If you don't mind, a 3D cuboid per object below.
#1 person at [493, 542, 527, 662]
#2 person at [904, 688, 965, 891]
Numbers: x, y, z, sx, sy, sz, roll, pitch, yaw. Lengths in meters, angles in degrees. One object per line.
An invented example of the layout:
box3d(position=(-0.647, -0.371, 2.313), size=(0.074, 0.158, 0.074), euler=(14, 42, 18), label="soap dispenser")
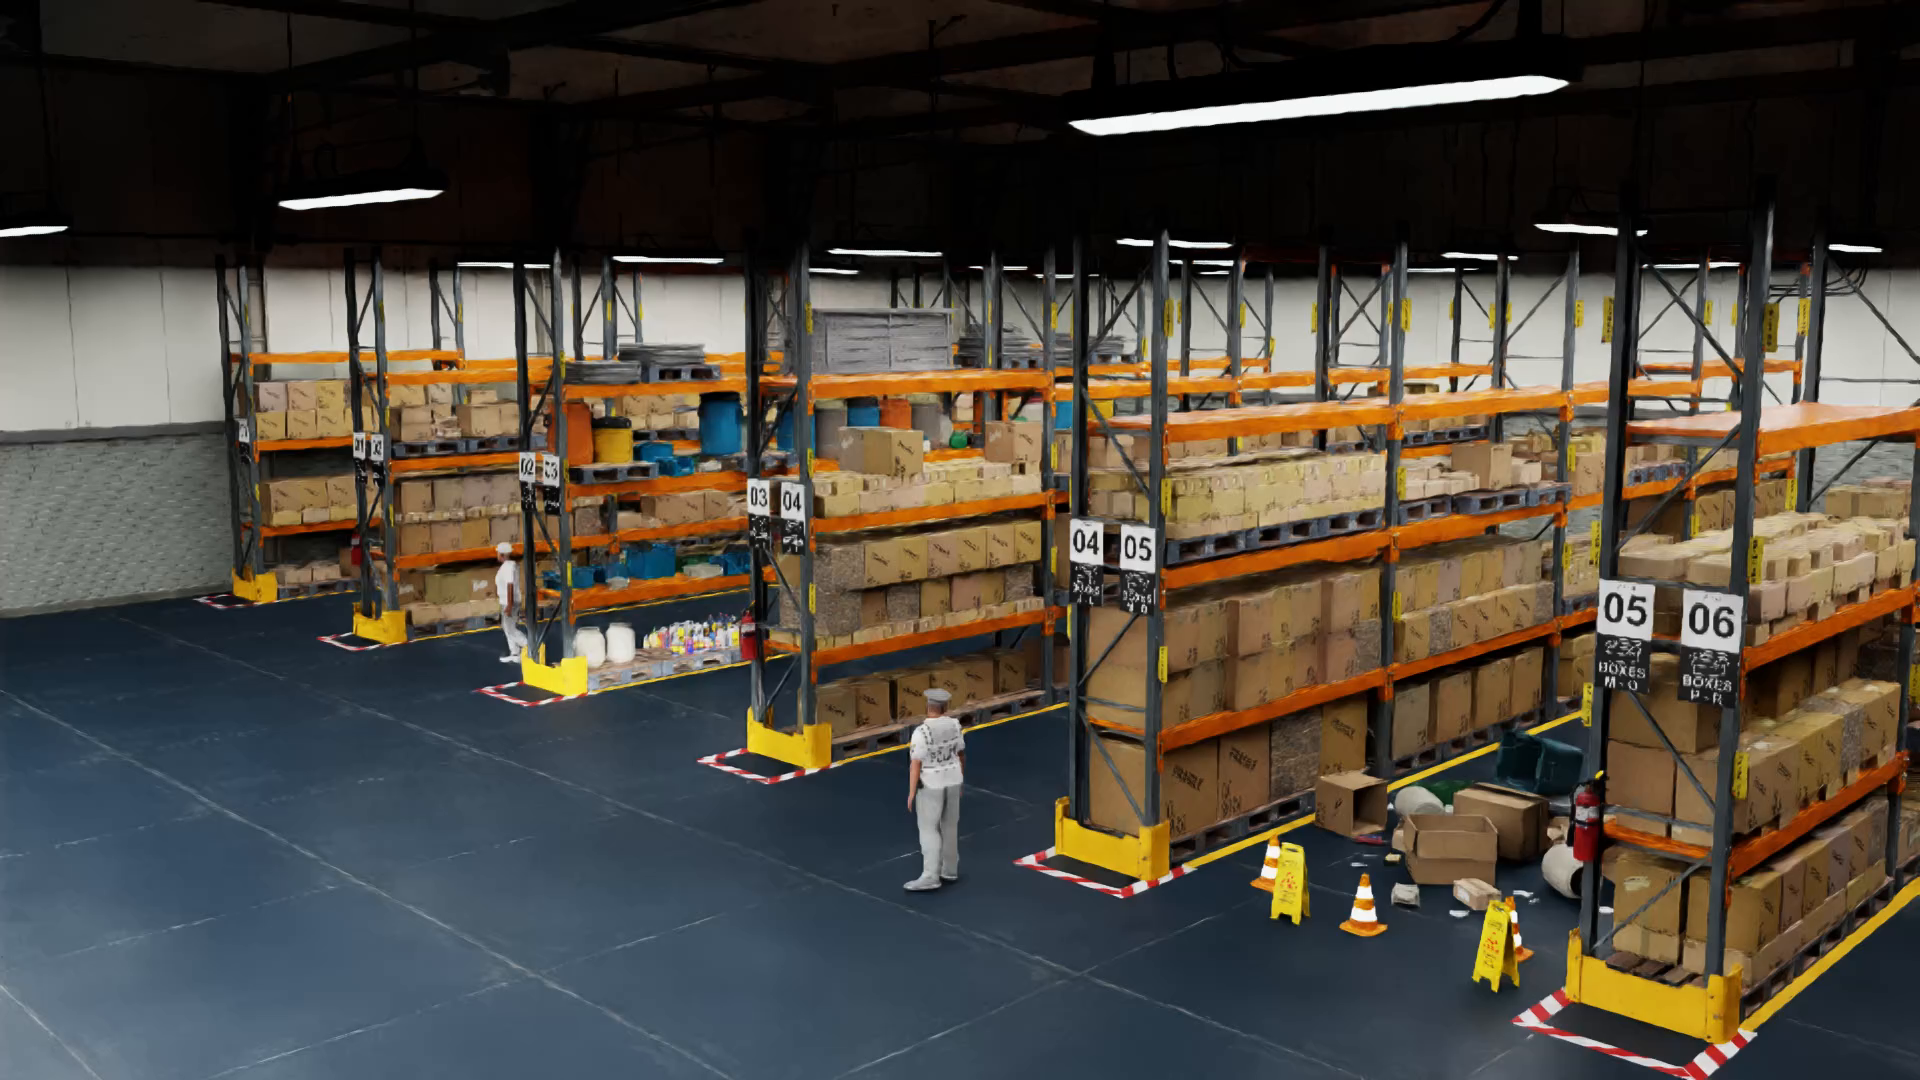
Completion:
box3d(position=(-6.435, 0.903, 24.055), size=(0.579, 1.753, 0.608), euler=(-1, 8, -9), label="person")
box3d(position=(-0.246, 2.205, 14.824), size=(0.653, 1.744, 0.404), euler=(-6, 10, -38), label="person")
